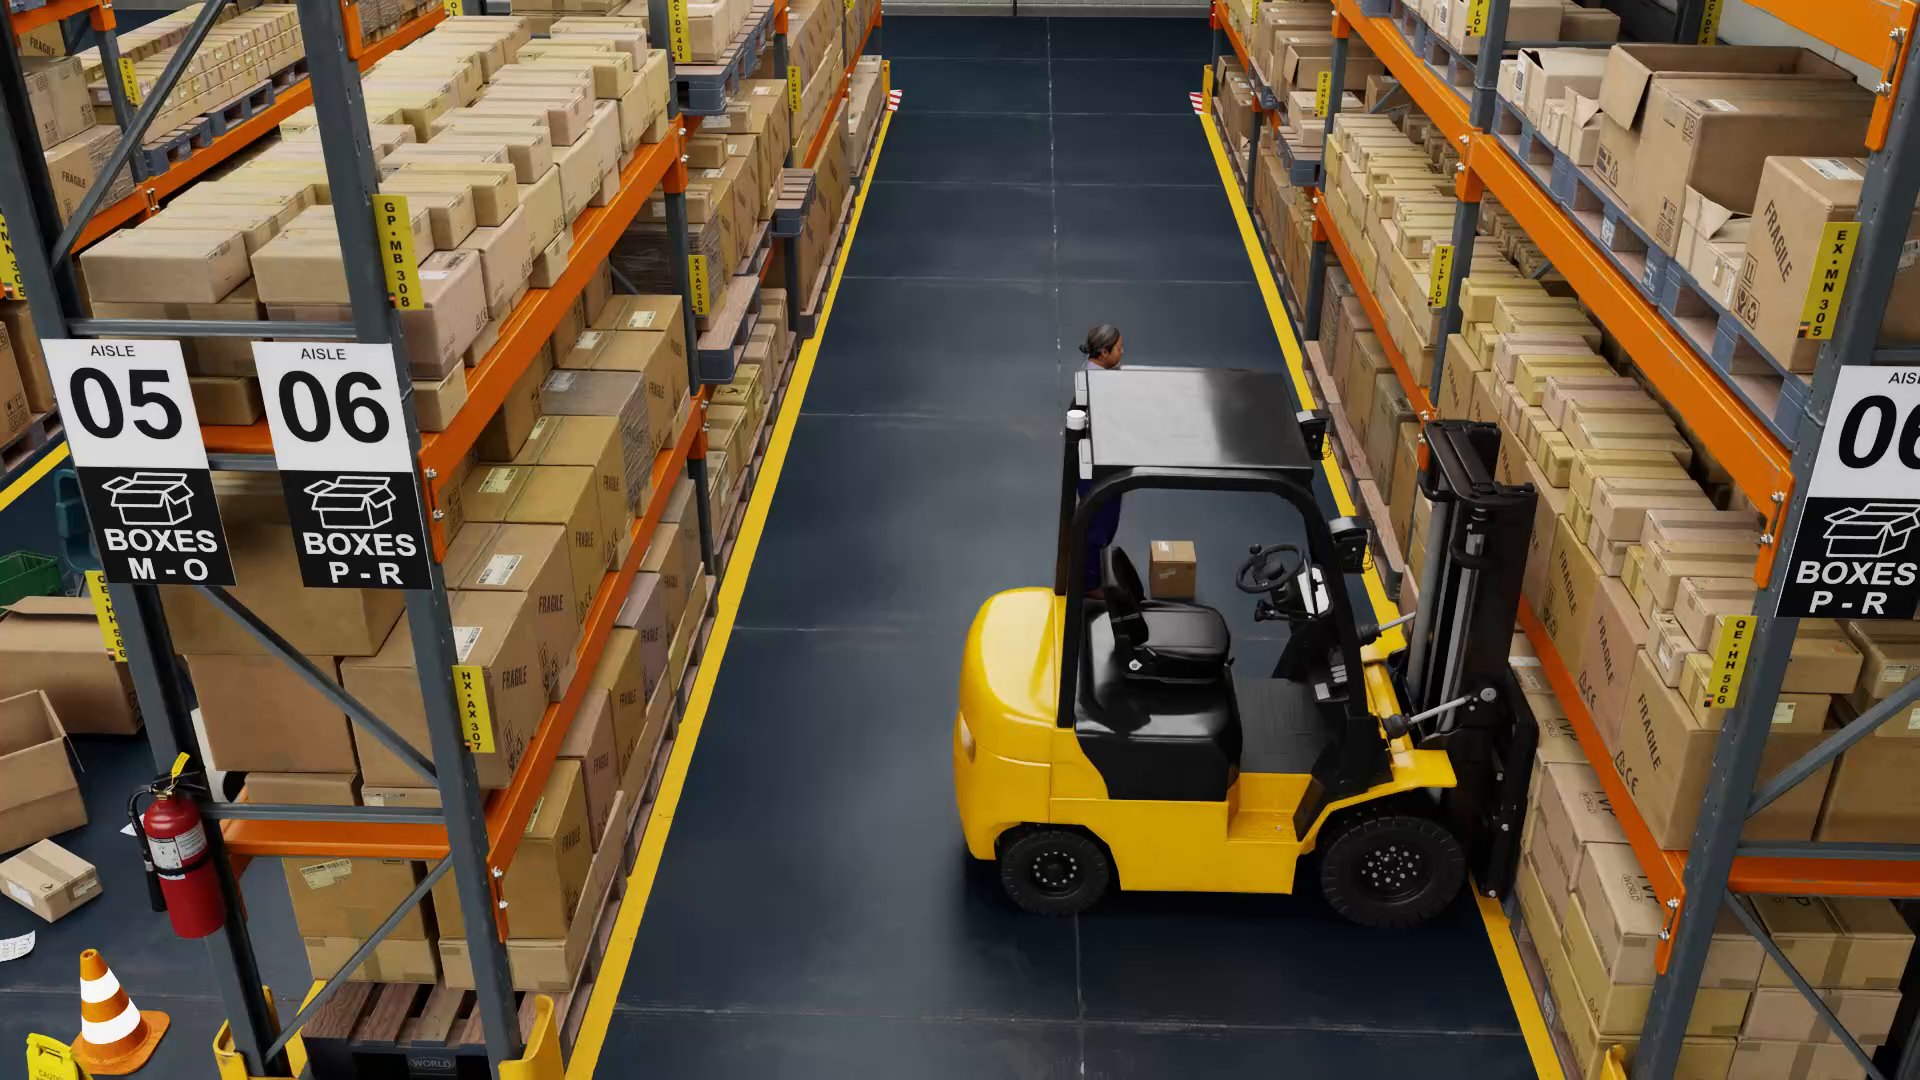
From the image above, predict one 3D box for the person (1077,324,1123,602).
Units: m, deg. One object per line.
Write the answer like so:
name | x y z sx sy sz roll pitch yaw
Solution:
person | 0.805 -0.445 9.509 0.342 1.619 0.470 2 28 3
